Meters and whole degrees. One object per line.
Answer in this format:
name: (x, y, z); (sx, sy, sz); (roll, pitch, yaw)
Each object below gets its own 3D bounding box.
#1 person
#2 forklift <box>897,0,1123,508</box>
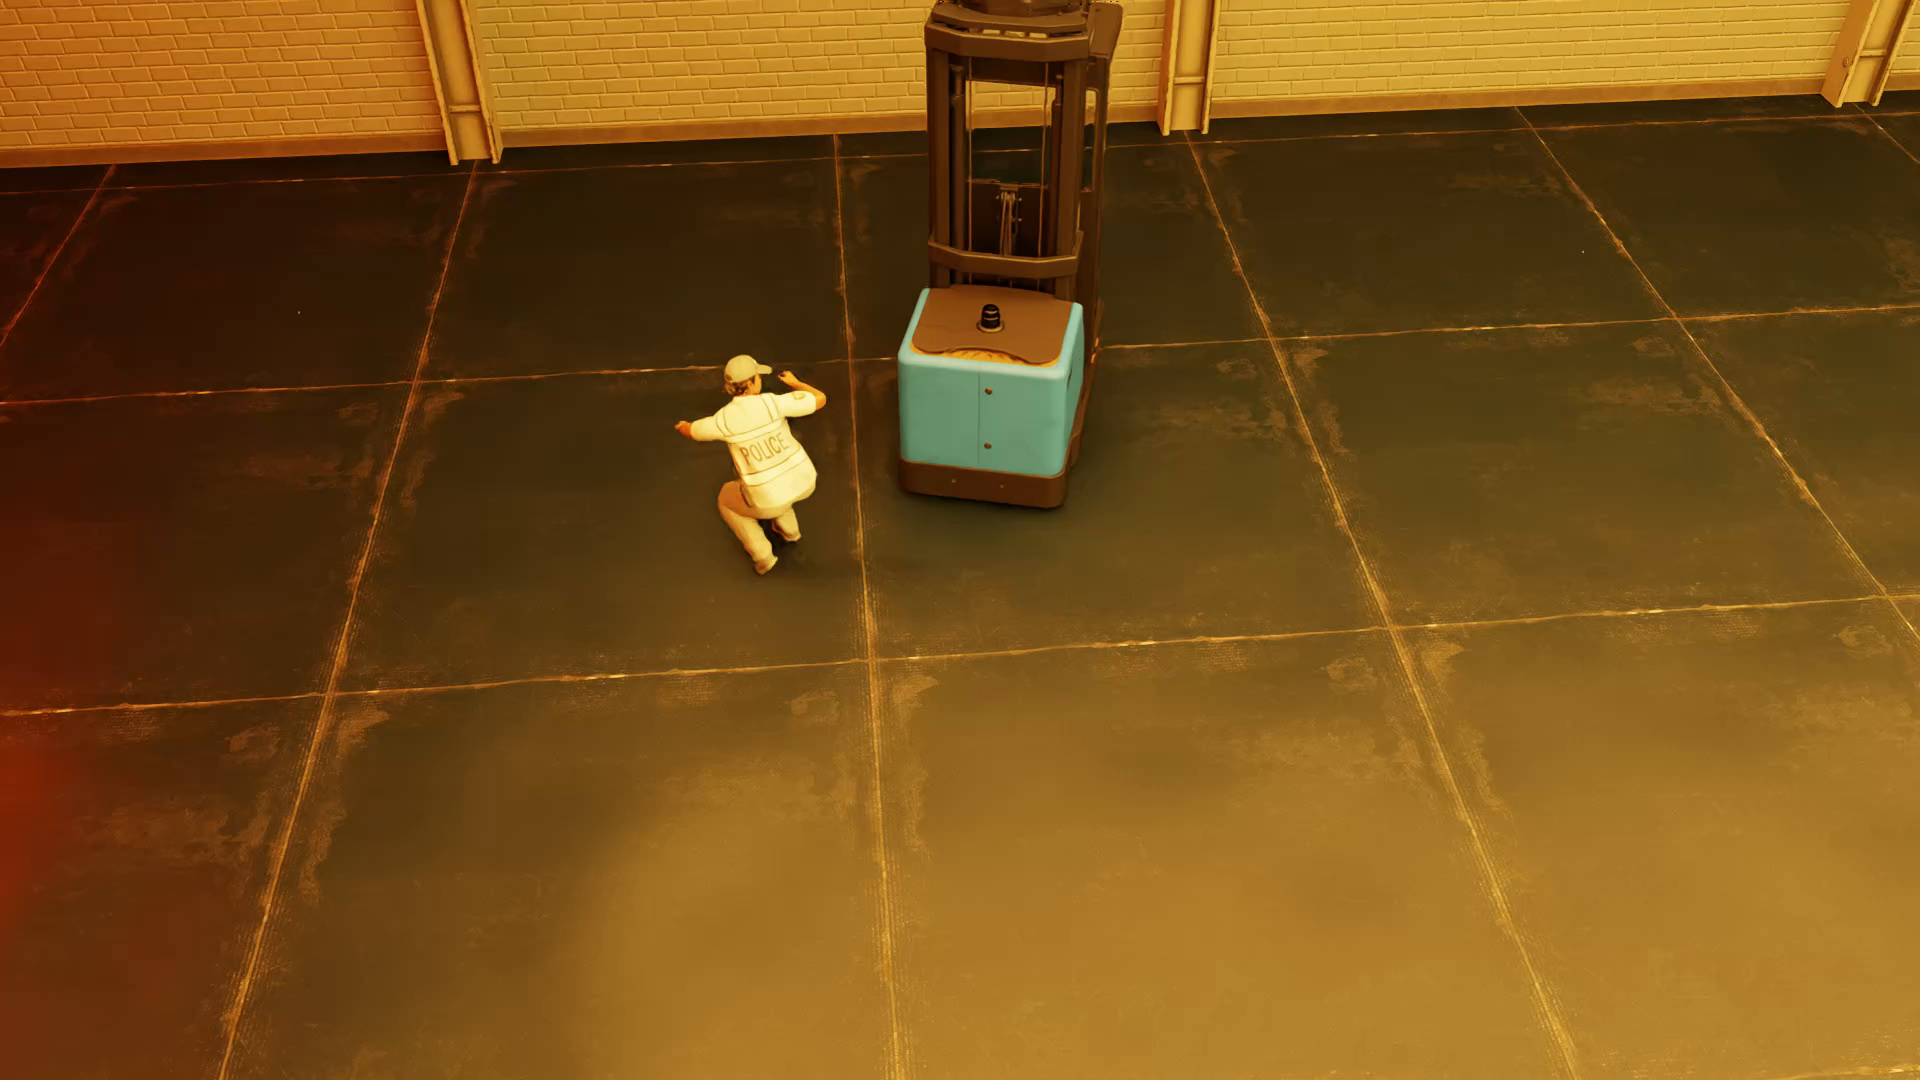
person: (-1.193, -0.506, 9.733); (0.730, 1.394, 0.950); (-24, 46, -25)
forklift: (0.387, -2.275, 10.598); (1.130, 2.935, 3.031); (7, 41, 8)
